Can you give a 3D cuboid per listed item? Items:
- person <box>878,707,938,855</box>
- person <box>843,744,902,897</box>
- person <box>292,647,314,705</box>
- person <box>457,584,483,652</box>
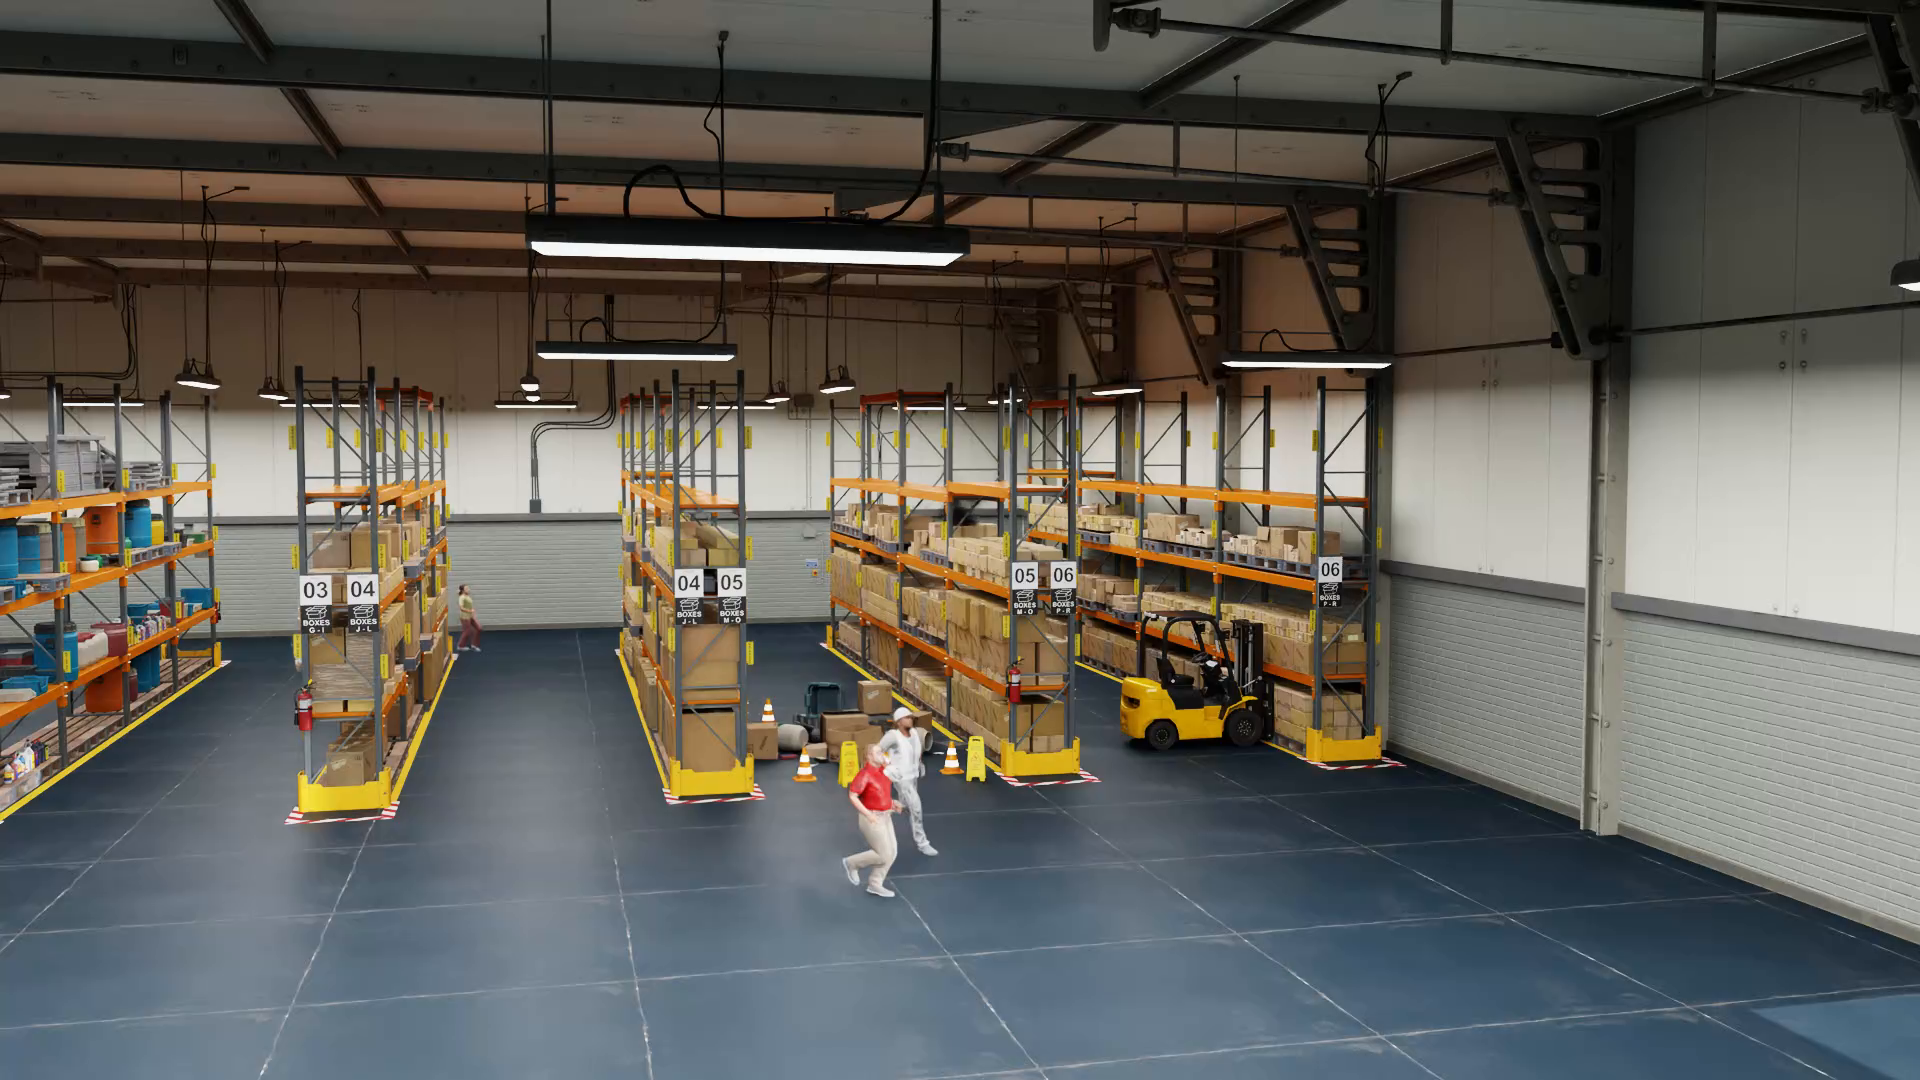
[{"bbox_3d":[-0.705,2.929,20.389,1.082,1.767,0.657,2,4,29],"label":"person"},{"bbox_3d":[-0.960,3.079,18.310,0.603,1.688,0.665,1,4,22],"label":"person"},{"bbox_3d":[-11.612,2.346,29.927,0.714,1.736,0.616,-2,4,-24],"label":"person"},{"bbox_3d":[-11.646,1.854,39.217,0.658,1.659,0.559,0,3,8],"label":"person"}]
